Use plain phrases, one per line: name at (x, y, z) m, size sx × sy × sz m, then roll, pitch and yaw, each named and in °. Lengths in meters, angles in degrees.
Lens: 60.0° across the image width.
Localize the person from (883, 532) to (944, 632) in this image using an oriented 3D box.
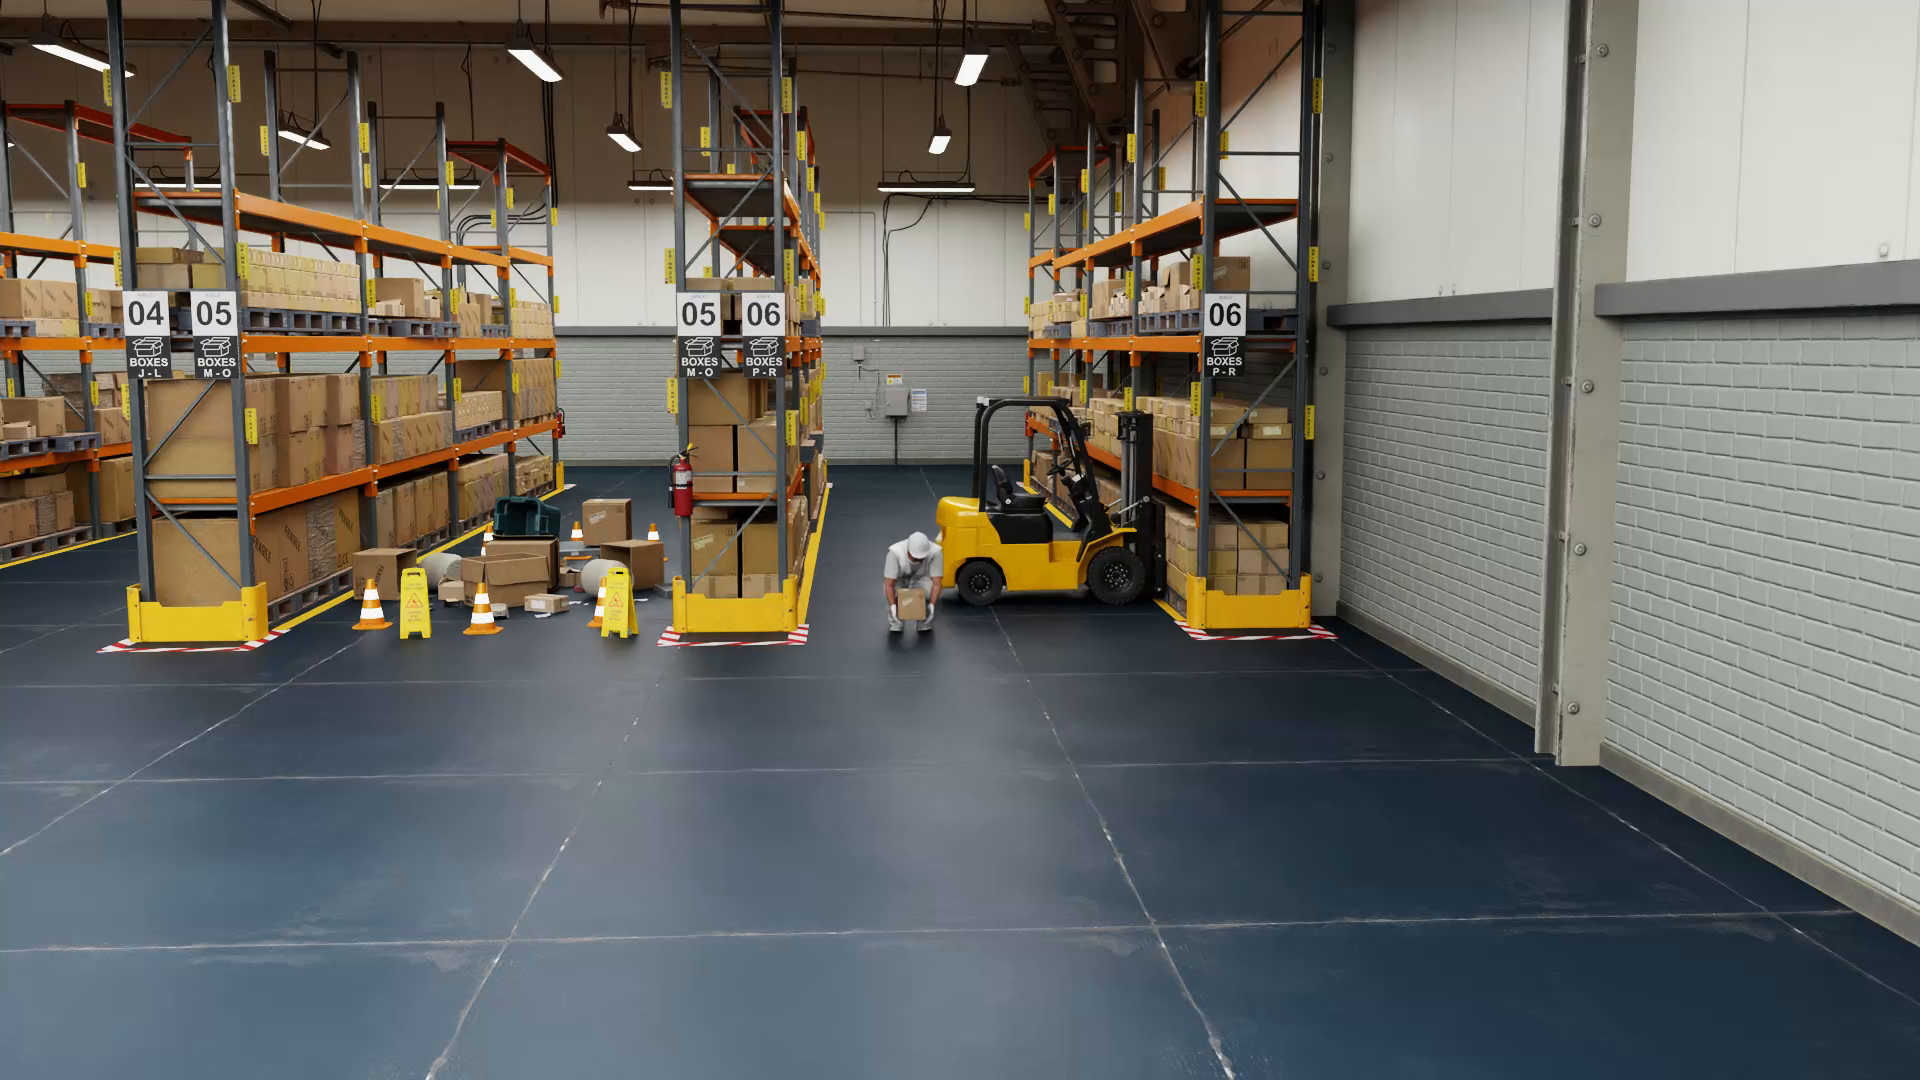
person at (-0.442, 0.386, 15.779) m, size 0.570 × 0.994 × 0.908 m, roll 0°, pitch 7°, yaw -4°
